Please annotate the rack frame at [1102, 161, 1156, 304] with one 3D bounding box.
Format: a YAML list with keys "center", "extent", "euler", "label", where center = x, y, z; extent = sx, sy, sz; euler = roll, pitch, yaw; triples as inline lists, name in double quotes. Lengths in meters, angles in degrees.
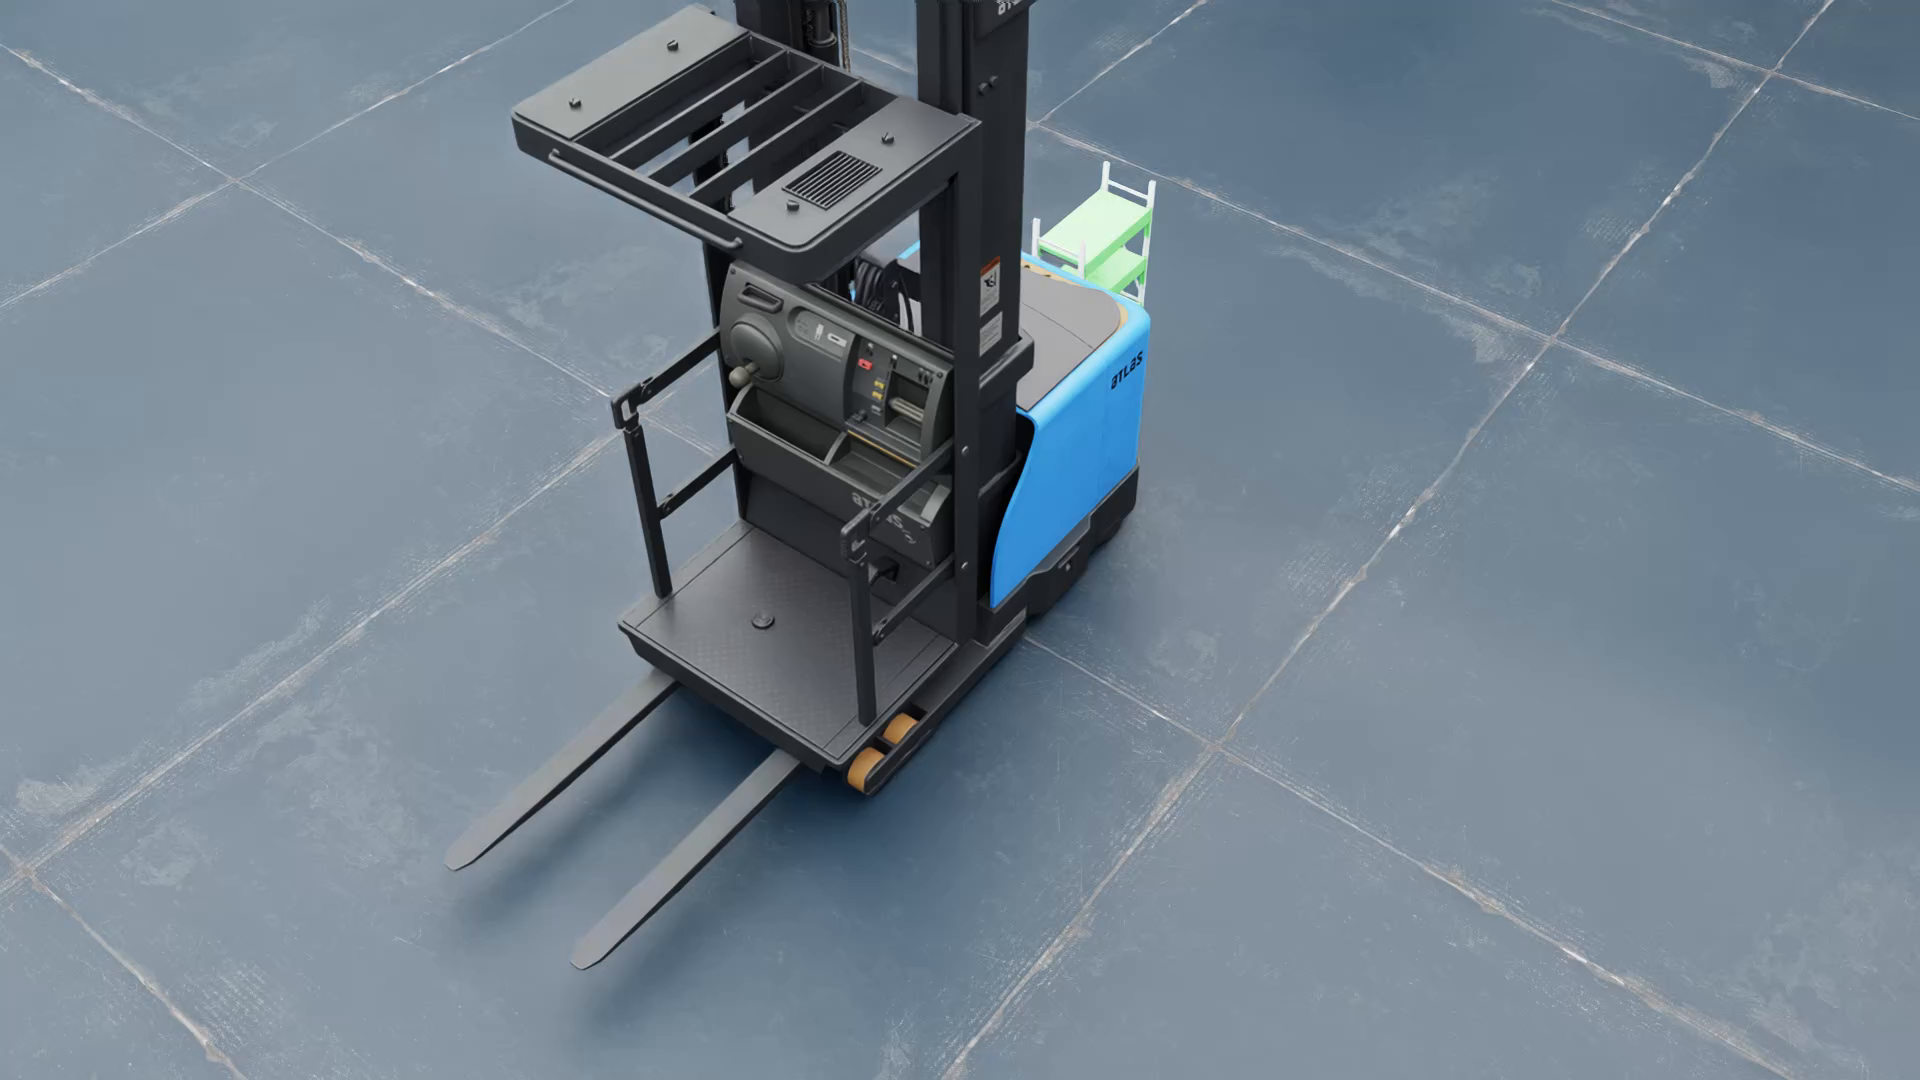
- center: [0.680, -1.059, 7.096]
  extent: [0.240, 1.200, 0.015]
  euler: [29, 53, 25]
  label: "rack frame"

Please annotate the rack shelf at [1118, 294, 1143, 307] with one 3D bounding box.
- center: [0.532, -0.874, 7.008]
  extent: [0.258, 0.148, 0.480]
  euler: [29, 53, 25]
  label: "rack shelf"

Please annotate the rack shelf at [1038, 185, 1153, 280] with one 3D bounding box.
- center: [0.532, -1.206, 6.661]
  extent: [0.258, 0.148, 0.480]
  euler: [29, 53, 25]
  label: "rack shelf"

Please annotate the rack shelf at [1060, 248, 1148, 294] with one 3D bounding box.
- center: [0.532, -1.040, 6.835]
  extent: [0.258, 0.148, 0.480]
  euler: [29, 53, 25]
  label: "rack shelf"

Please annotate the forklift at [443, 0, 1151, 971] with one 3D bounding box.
- center: [-0.555, -0.503, 5.368]
  extent: [1.130, 2.935, 3.031]
  euler: [29, 53, 25]
  label: "forklift"

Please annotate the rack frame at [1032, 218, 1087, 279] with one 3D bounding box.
- center: [0.384, -0.778, 6.828]
  extent: [0.240, 1.200, 0.015]
  euler: [29, 53, 25]
  label: "rack frame"

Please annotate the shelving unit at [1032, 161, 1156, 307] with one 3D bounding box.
- center: [0.532, -0.918, 6.962]
  extent: [0.258, 1.200, 0.503]
  euler: [29, 53, 25]
  label: "shelving unit"
